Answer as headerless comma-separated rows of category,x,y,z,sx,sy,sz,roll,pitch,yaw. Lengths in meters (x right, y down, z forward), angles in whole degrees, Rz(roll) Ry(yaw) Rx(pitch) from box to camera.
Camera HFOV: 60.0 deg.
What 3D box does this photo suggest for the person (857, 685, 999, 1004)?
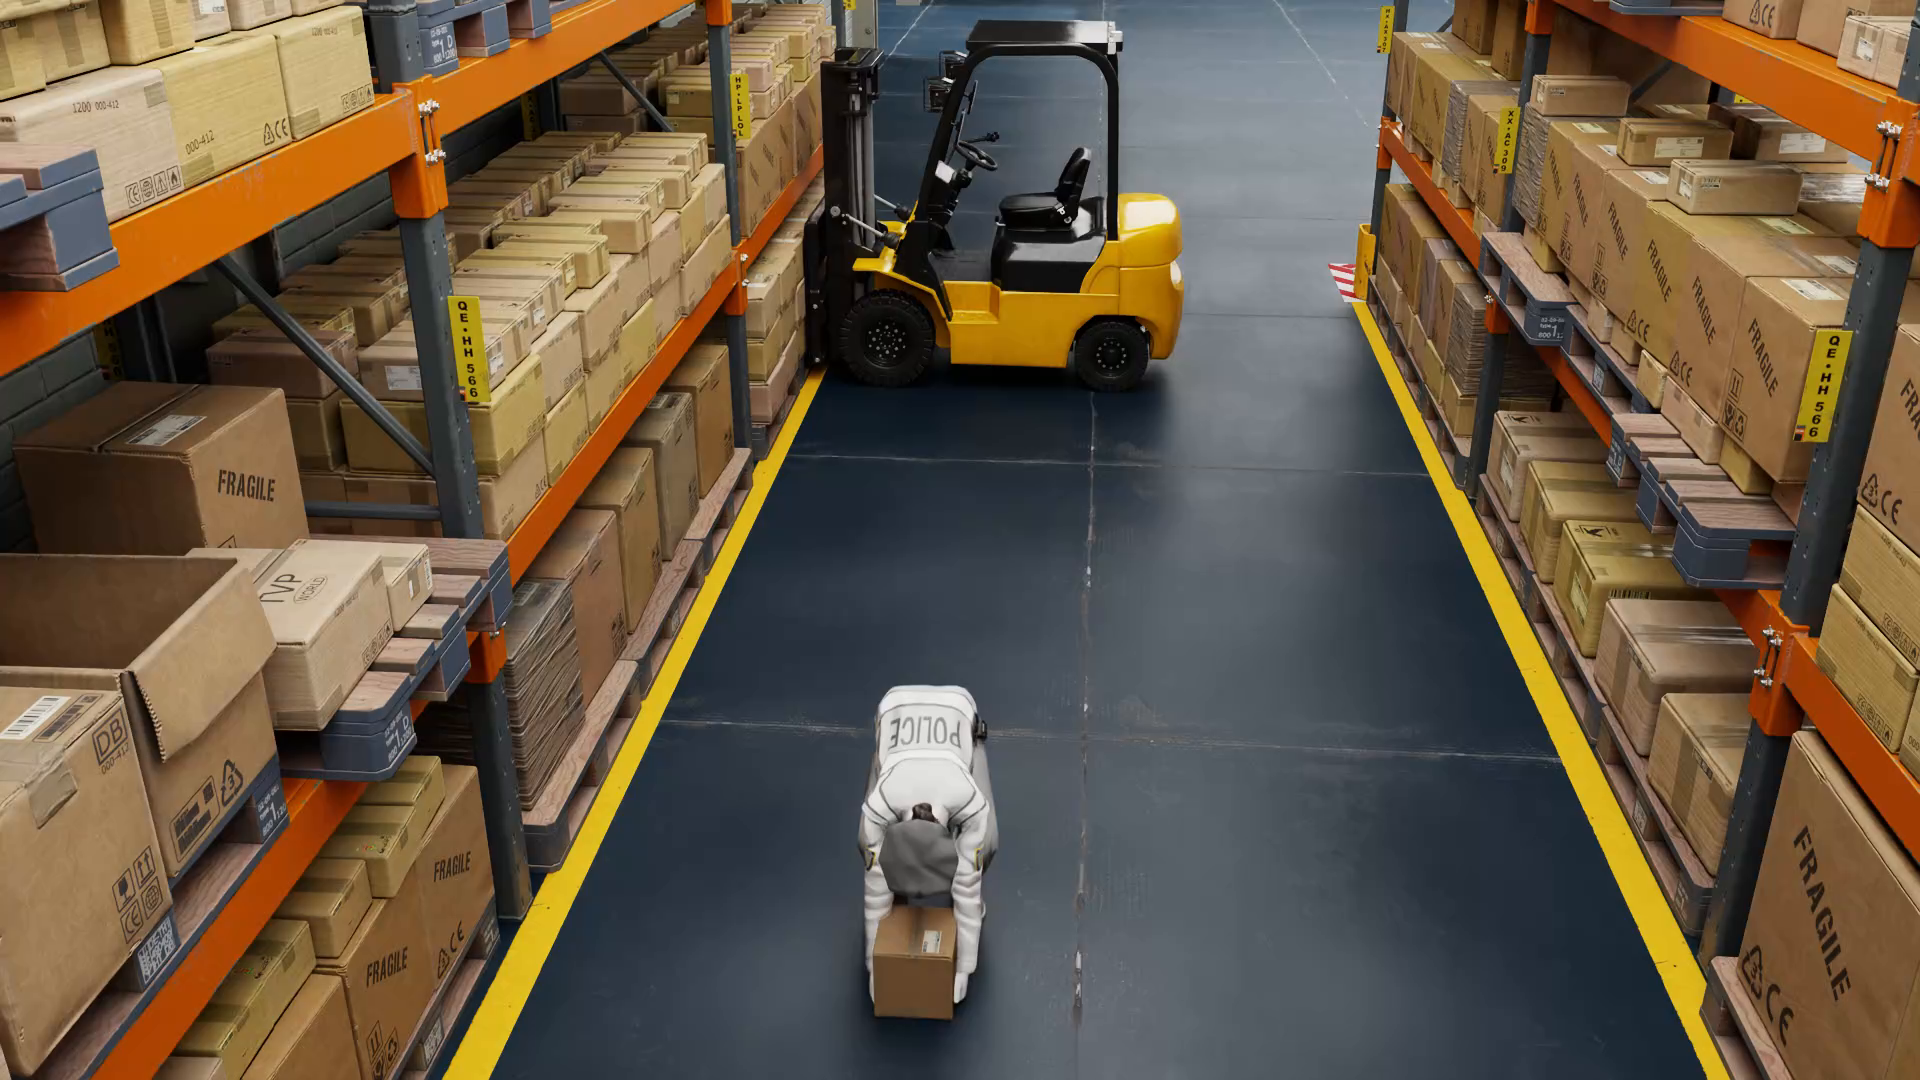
person,-0.106,0.988,5.507,0.469,0.822,0.898,1,25,2
